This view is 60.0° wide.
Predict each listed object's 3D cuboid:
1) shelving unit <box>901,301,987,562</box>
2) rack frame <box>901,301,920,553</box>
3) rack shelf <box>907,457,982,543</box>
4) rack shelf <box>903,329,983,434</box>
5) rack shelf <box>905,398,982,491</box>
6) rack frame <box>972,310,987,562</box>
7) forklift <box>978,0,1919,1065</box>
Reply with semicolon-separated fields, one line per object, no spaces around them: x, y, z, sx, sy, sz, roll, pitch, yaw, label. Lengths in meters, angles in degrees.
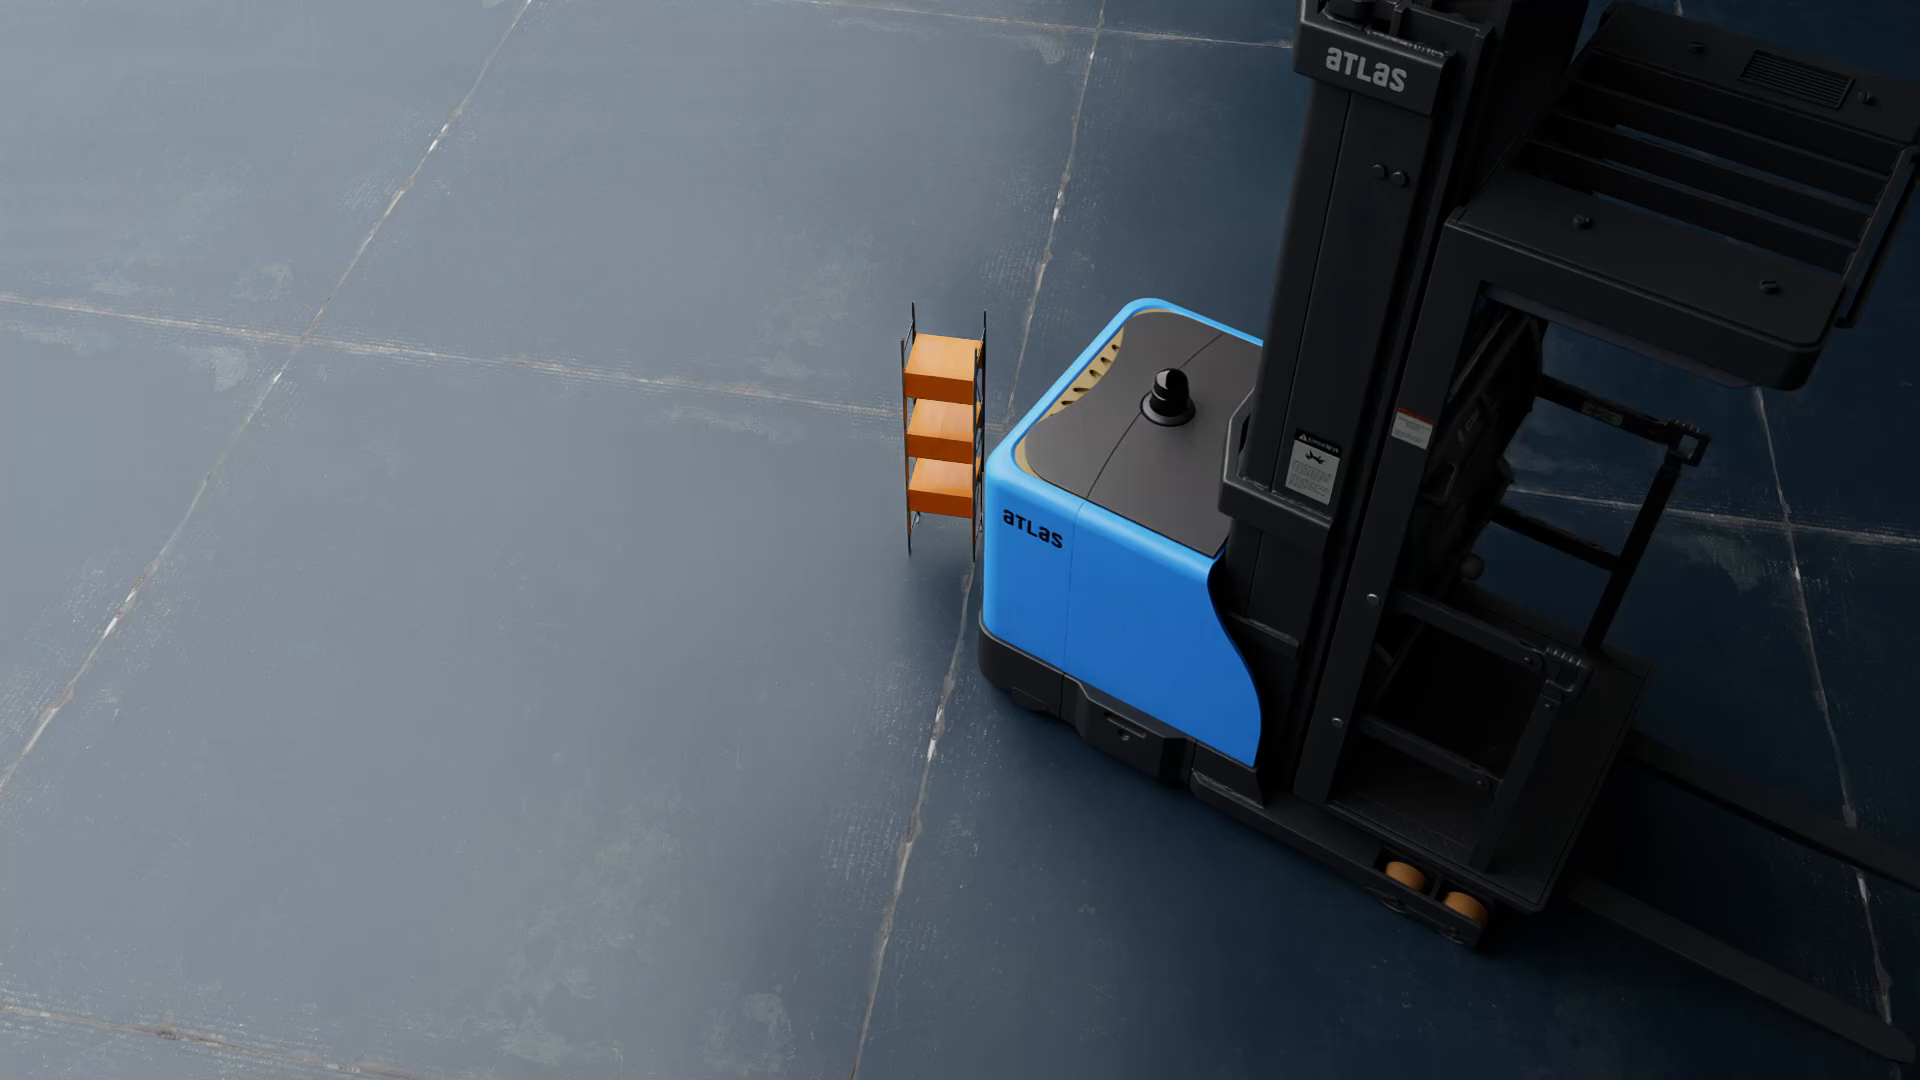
-0.053;-0.358;5.866;0.252;1.050;0.215;8;49;7;shelving unit
-0.173;-0.374;5.880;0.008;1.050;0.200;8;49;7;rack frame
-0.053;-0.165;6.080;0.240;0.259;0.215;8;49;7;rack shelf
-0.053;-0.541;5.663;0.240;0.259;0.215;8;49;7;rack shelf
-0.053;-0.351;5.874;0.240;0.259;0.215;8;49;7;rack shelf
0.067;-0.342;5.851;0.008;1.050;0.200;8;49;7;rack frame
1.575;-0.193;4.453;3.031;2.935;1.130;26;53;22;forklift
